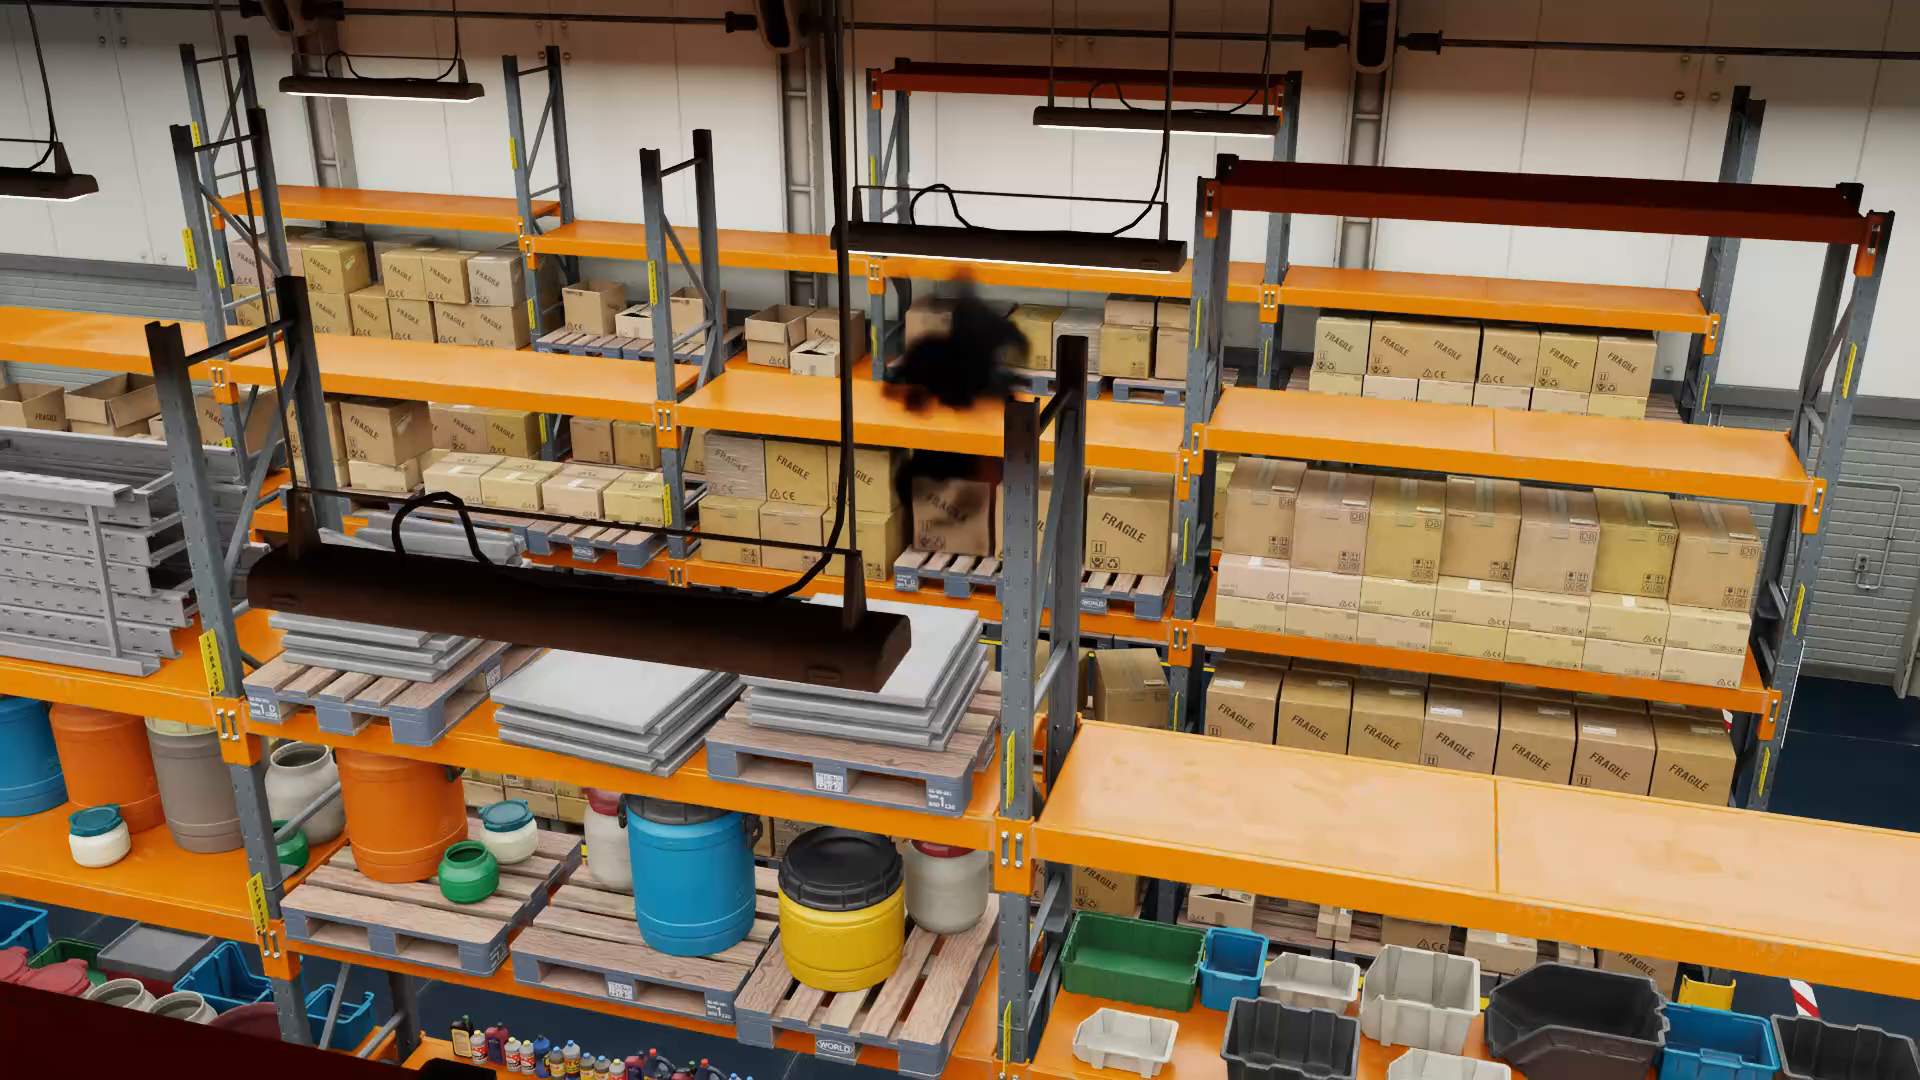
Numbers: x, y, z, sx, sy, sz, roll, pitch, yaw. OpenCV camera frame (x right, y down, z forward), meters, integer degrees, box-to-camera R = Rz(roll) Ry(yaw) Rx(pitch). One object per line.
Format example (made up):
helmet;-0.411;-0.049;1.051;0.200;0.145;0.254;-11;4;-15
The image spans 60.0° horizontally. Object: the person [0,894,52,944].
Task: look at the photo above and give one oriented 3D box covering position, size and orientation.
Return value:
person;-7.197;2.448;12.580;0.796;1.757;0.606;6;23;15
